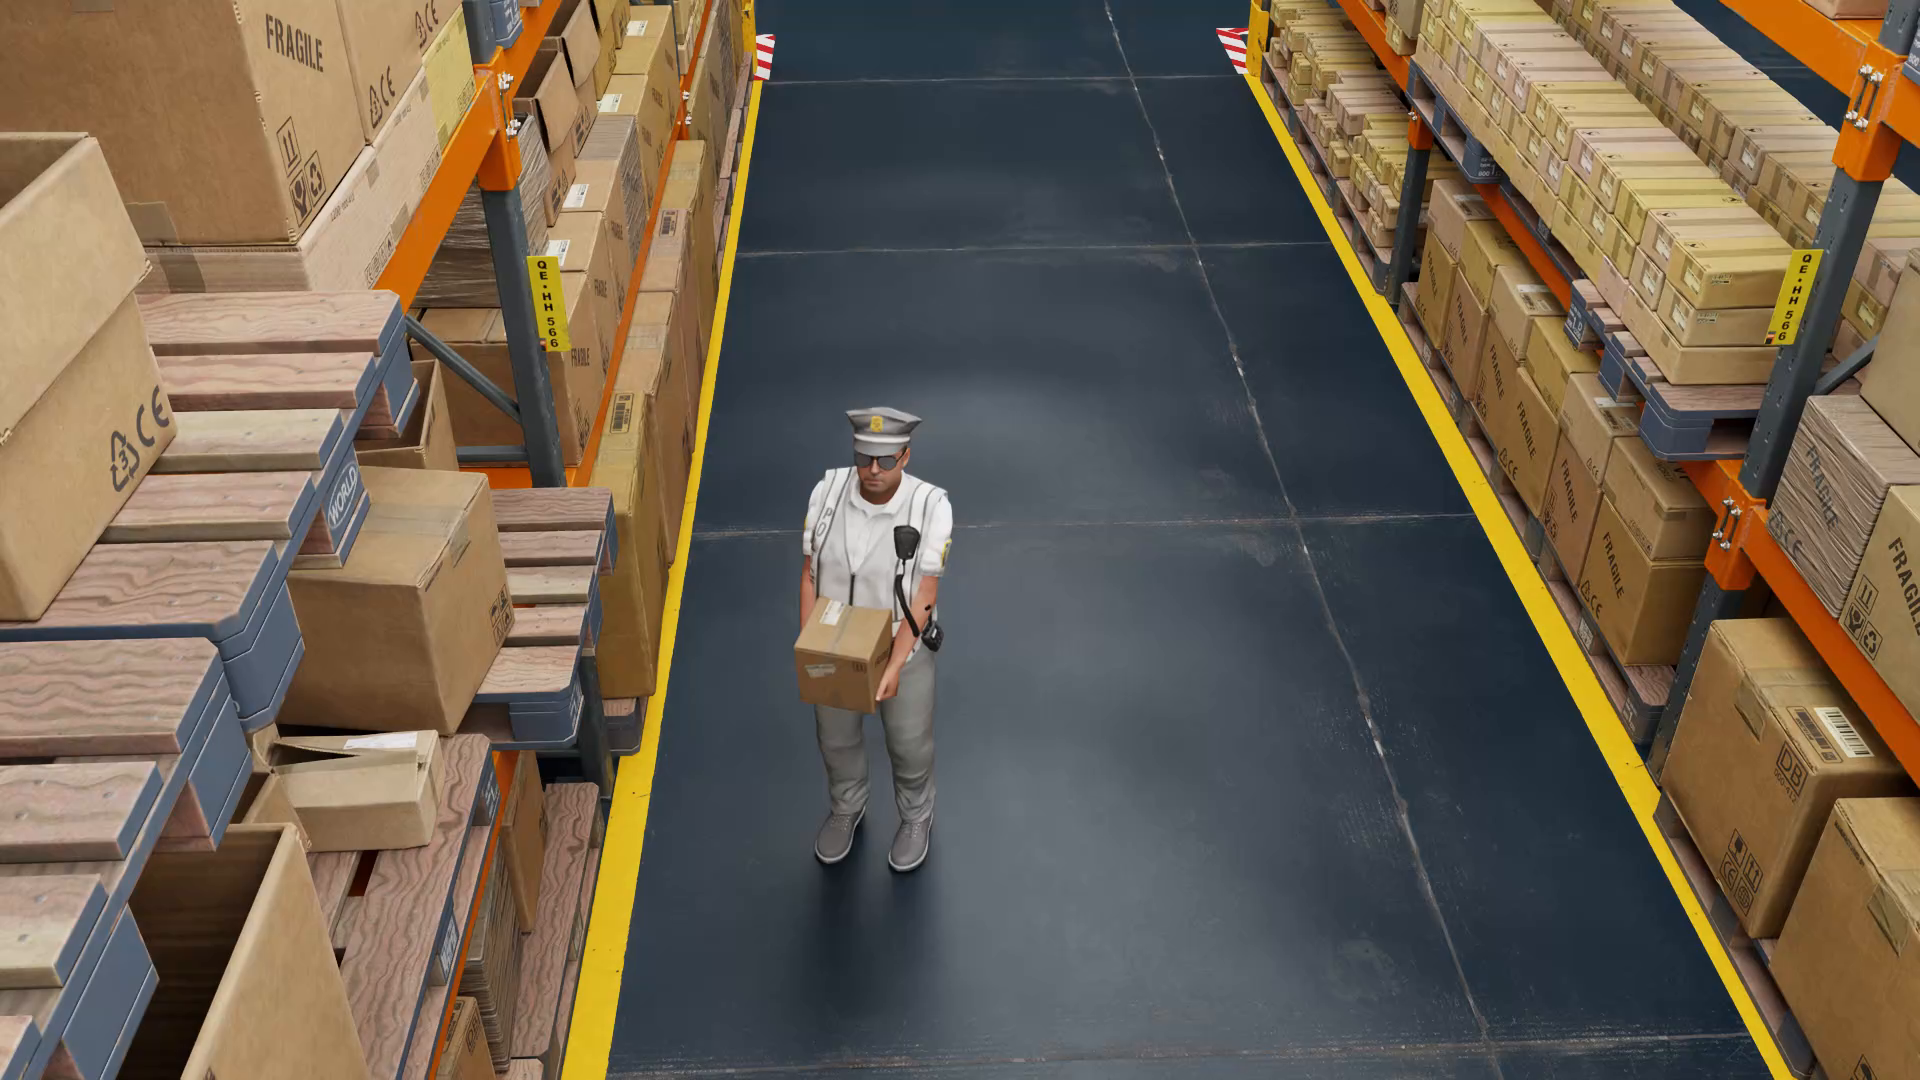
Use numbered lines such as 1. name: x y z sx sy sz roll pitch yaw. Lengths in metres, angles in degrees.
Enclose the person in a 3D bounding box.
1. person: -0.298 0.375 5.585 0.494 1.768 0.571 9 36 13
